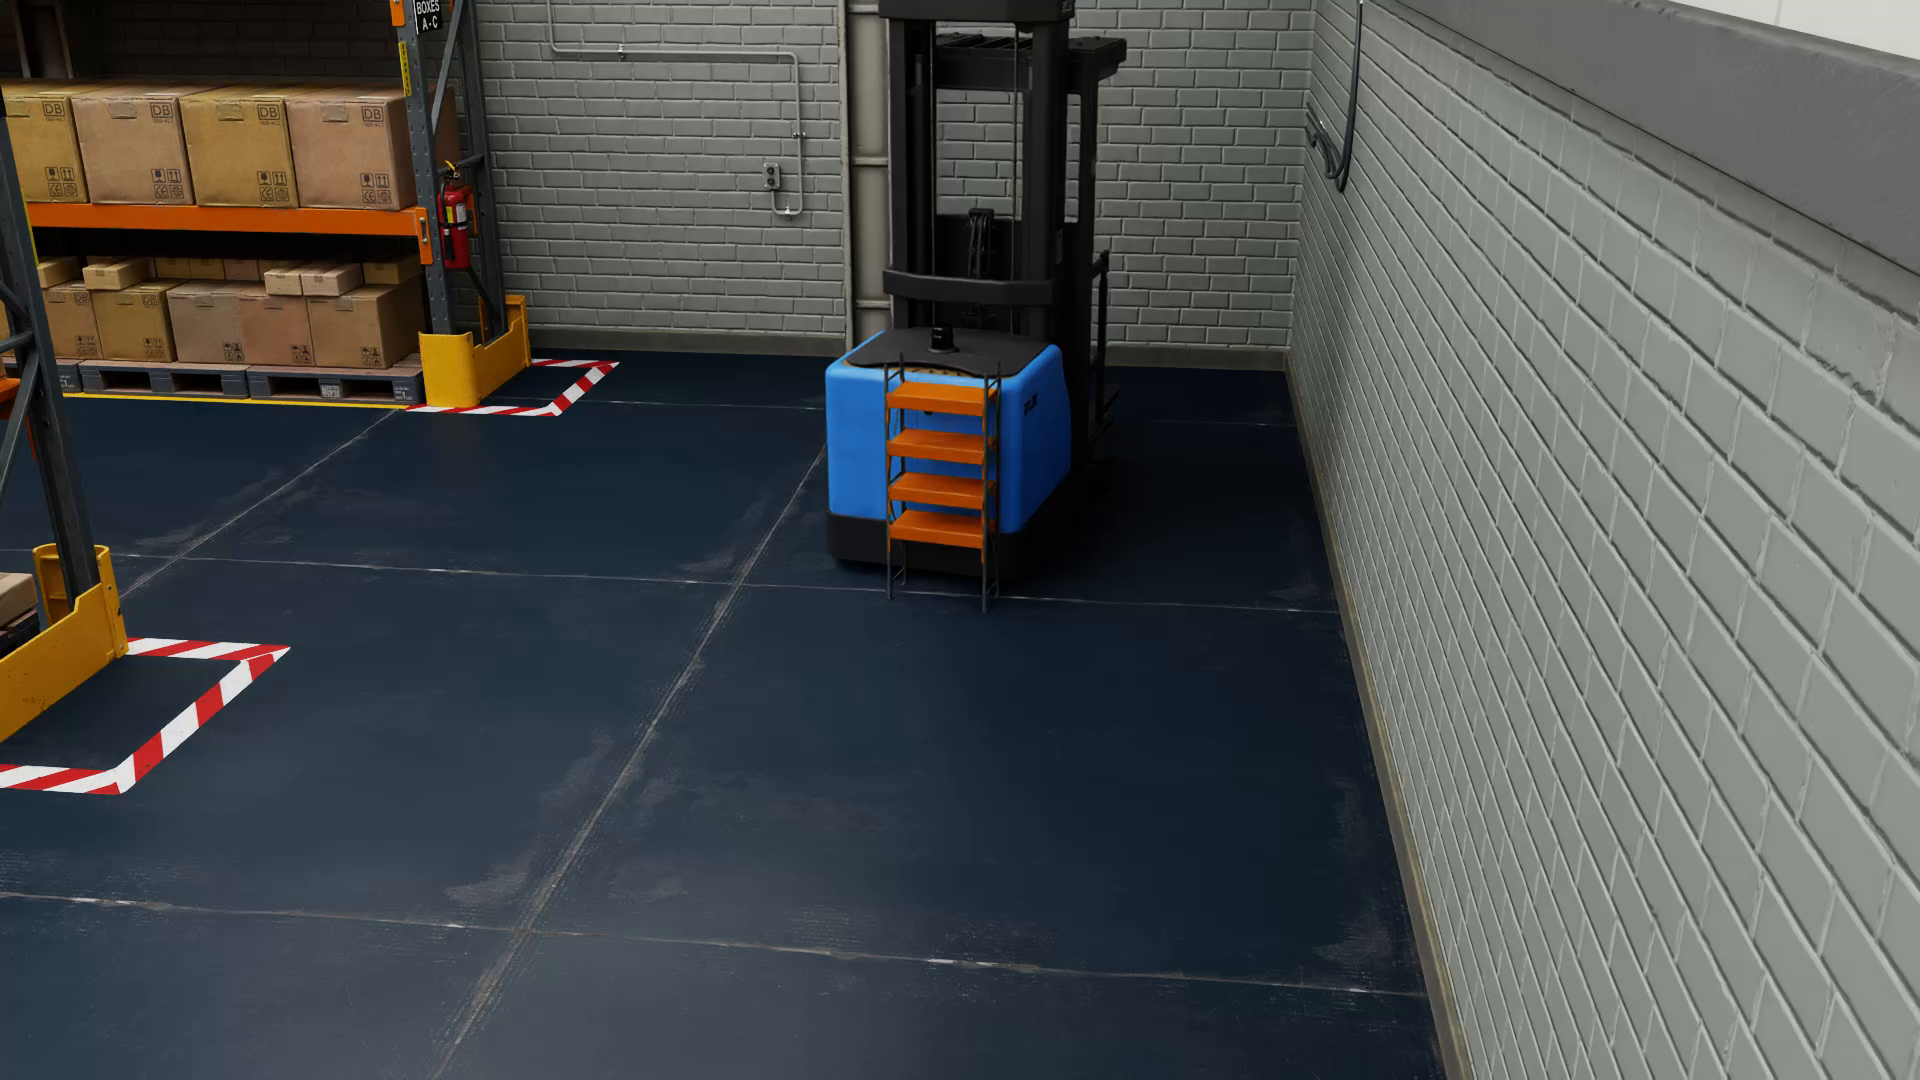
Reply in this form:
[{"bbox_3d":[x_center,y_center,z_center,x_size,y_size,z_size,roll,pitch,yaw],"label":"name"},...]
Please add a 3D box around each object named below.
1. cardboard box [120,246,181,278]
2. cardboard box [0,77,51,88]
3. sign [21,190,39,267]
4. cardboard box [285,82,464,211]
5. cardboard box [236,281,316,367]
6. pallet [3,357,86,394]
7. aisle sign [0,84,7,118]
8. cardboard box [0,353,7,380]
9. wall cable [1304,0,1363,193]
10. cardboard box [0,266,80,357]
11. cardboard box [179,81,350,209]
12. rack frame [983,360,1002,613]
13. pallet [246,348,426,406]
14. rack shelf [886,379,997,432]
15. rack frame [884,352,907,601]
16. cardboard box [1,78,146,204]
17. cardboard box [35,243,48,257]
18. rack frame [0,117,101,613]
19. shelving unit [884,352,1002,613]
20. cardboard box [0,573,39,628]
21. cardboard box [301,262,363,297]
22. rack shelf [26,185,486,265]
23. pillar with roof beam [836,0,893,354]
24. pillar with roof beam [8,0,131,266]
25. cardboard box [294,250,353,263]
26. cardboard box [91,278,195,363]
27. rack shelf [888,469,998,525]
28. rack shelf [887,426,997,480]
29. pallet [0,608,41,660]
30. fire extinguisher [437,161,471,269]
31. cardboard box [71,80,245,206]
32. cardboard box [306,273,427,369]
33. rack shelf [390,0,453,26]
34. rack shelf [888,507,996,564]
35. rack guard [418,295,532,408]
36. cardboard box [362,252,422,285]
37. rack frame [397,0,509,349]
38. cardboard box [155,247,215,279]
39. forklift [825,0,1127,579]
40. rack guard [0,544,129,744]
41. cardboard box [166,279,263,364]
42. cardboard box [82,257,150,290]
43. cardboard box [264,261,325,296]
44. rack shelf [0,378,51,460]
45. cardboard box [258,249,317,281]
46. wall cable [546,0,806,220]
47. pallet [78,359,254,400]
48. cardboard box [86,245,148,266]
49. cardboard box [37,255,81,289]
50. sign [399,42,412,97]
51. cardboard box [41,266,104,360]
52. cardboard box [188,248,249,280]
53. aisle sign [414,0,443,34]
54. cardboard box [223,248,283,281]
[{"bbox_3d":[-5.727,-1.973,11.797,0.250,0.149,0.380,3,22,7],"label":"cardboard box"},{"bbox_3d":[-6.836,-2.784,11.495,0.700,0.700,0.980,3,22,7],"label":"cardboard box"},{"bbox_3d":[-3.916,-1.293,6.953,0.005,0.325,0.100,2,22,6],"label":"sign"},{"bbox_3d":[-3.908,-2.659,11.178,0.700,0.700,0.980,3,22,9],"label":"cardboard box"},{"bbox_3d":[-4.604,-1.549,11.608,0.500,0.500,0.700,2,22,6],"label":"cardboard box"},{"bbox_3d":[-6.627,-1.316,11.981,1.213,0.211,1.003,2,22,6],"label":"pallet"},{"bbox_3d":[-3.877,-2.006,6.397,0.004,0.787,0.394,2,22,6],"label":"aisle sign"},{"bbox_3d":[-4.389,-0.854,6.885,0.500,0.500,0.500,3,22,7],"label":"cardboard box"},{"bbox_3d":[2.174,-3.472,9.705,0.112,2.526,3.097,2,22,6],"label":"wall cable"},{"bbox_3d":[-6.642,-1.637,11.830,0.500,0.500,0.700,3,22,7],"label":"cardboard box"},{"bbox_3d":[-4.632,-2.686,11.247,0.700,0.700,0.980,2,22,6],"label":"cardboard box"},{"bbox_3d":[0.153,-0.246,7.929,0.015,1.200,0.240,7,23,16],"label":"rack frame"},{"bbox_3d":[-4.204,-1.210,11.714,1.213,0.211,1.003,2,22,6],"label":"pallet"},{"bbox_3d":[-0.080,-0.638,7.854,0.480,0.148,0.258,7,23,16],"label":"rack shelf"},{"bbox_3d":[-0.312,-0.300,8.067,0.015,1.200,0.240,7,23,16],"label":"rack frame"},{"bbox_3d":[-6.112,-2.751,11.410,0.700,0.700,0.980,2,22,5],"label":"cardboard box"},{"bbox_3d":[-6.763,-2.018,11.910,0.250,0.149,0.380,2,22,6],"label":"cardboard box"},{"bbox_3d":[-3.980,-0.692,6.611,0.127,3.000,1.000,2,22,6],"label":"rack frame"},{"bbox_3d":[-0.080,-0.273,7.998,0.503,1.200,0.258,7,23,16],"label":"shelving unit"},{"bbox_3d":[-4.355,0.285,7.418,0.250,0.149,0.380,2,22,6],"label":"cardboard box"},{"bbox_3d":[-4.256,-1.768,11.279,0.250,0.149,0.380,2,22,6],"label":"cardboard box"},{"bbox_3d":[-5.387,-2.253,11.537,4.000,0.370,1.077,2,22,6],"label":"rack shelf"},{"bbox_3d":[-1.124,-3.918,6.611,0.400,9.000,9.100,2,22,6],"label":"pillar with roof beam"},{"bbox_3d":[-7.082,-4.178,7.268,0.400,9.000,9.100,2,22,6],"label":"pillar with roof beam"},{"bbox_3d":[-4.463,-1.919,11.659,0.250,0.149,0.380,3,22,6],"label":"cardboard box"},{"bbox_3d":[-5.634,-1.591,11.714,0.500,0.500,0.700,3,22,8],"label":"cardboard box"},{"bbox_3d":[-0.080,-0.210,8.023,0.480,0.148,0.258,7,23,16],"label":"rack shelf"},{"bbox_3d":[-0.080,-0.418,7.941,0.480,0.148,0.258,7,23,16],"label":"rack shelf"},{"bbox_3d":[-4.847,0.567,7.219,1.213,0.211,1.003,2,22,6],"label":"pallet"},{"bbox_3d":[-3.305,-2.117,10.826,0.183,0.674,0.296,2,22,6],"label":"fire extinguisher"},{"bbox_3d":[-5.388,-2.723,11.339,0.700,0.700,0.980,1,22,4],"label":"cardboard box"},{"bbox_3d":[-4.107,-1.528,11.553,0.500,0.500,0.700,2,22,6],"label":"cardboard box"},{"bbox_3d":[-5.387,-3.648,10.986,4.000,0.370,1.077,2,22,6],"label":"rack shelf"},{"bbox_3d":[-0.080,-0.026,8.096,0.480,0.148,0.258,7,23,16],"label":"rack shelf"},{"bbox_3d":[-3.377,-1.338,11.643,0.348,0.500,1.175,2,22,6],"label":"rack guard"},{"bbox_3d":[-3.960,-1.897,11.605,0.250,0.149,0.380,3,22,7],"label":"cardboard box"},{"bbox_3d":[-3.400,-2.501,11.186,0.127,3.000,1.000,2,22,6],"label":"rack frame"},{"bbox_3d":[-5.470,-1.962,11.770,0.250,0.149,0.380,2,22,5],"label":"cardboard box"},{"bbox_3d":[0.260,-1.679,9.200,1.130,2.935,3.031,7,23,17],"label":"forklift"},{"bbox_3d":[-4.055,0.467,7.079,0.348,0.500,1.175,2,22,6],"label":"rack guard"},{"bbox_3d":[-5.104,-1.571,11.662,0.500,0.500,0.700,2,22,5],"label":"cardboard box"},{"bbox_3d":[-5.805,-1.835,11.448,0.250,0.149,0.380,2,22,5],"label":"cardboard box"},{"bbox_3d":[-4.510,-1.779,11.307,0.250,0.149,0.380,3,22,8],"label":"cardboard box"},{"bbox_3d":[-5.966,-0.444,6.962,4.000,0.370,1.077,2,22,6],"label":"rack shelf"},{"bbox_3d":[-4.711,-1.930,11.687,0.250,0.149,0.380,3,22,7],"label":"cardboard box"},{"bbox_3d":[-2.018,-3.264,11.733,1.851,1.984,0.084,2,22,6],"label":"wall cable"},{"bbox_3d":[-5.412,-1.264,11.850,1.213,0.211,1.003,2,22,6],"label":"pallet"},{"bbox_3d":[-5.977,-1.984,11.826,0.250,0.149,0.380,2,22,5],"label":"cardboard box"},{"bbox_3d":[-6.323,-1.857,11.505,0.250,0.149,0.380,3,22,8],"label":"cardboard box"},{"bbox_3d":[-3.478,-2.952,10.430,0.005,0.325,0.100,2,22,6],"label":"sign"},{"bbox_3d":[-6.144,-1.614,11.772,0.500,0.500,0.700,2,22,6],"label":"cardboard box"},{"bbox_3d":[-5.219,-1.951,11.742,0.250,0.149,0.380,3,22,7],"label":"cardboard box"},{"bbox_3d":[-3.364,-3.597,10.423,0.004,0.787,0.394,2,22,6],"label":"aisle sign"},{"bbox_3d":[-4.964,-1.940,11.714,0.250,0.149,0.380,3,22,7],"label":"cardboard box"}]
